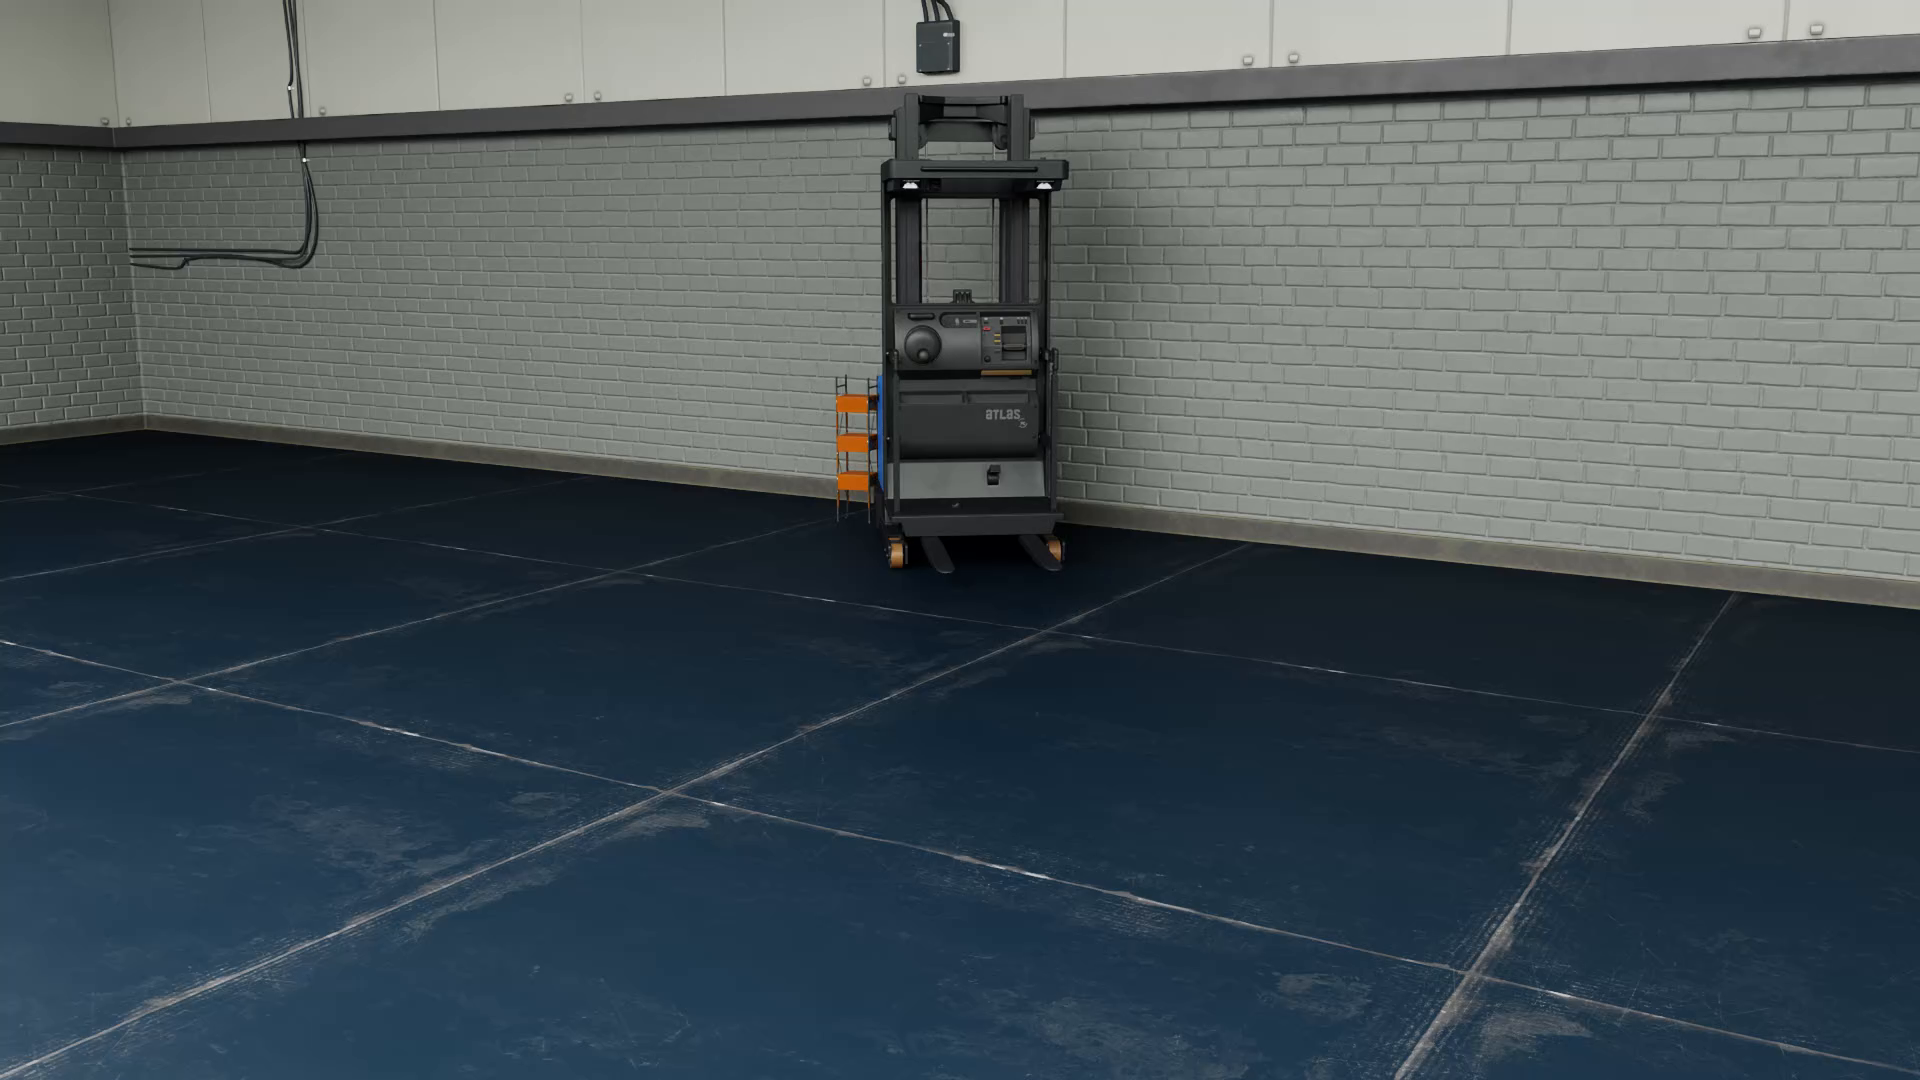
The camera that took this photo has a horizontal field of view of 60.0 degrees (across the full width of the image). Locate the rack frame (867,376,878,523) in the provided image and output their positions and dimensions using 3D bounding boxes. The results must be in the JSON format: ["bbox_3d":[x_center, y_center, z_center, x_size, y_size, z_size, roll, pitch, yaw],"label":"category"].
[{"bbox_3d":[-0.624,-0.653,12.005,0.008,1.050,0.200,3,11,18],"label":"rack frame"}]

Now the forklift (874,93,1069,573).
[{"bbox_3d":[0.067,-1.326,10.488,1.130,2.935,3.031,-1,11,-6],"label":"forklift"}]

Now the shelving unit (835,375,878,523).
[{"bbox_3d":[-0.740,-0.660,12.042,0.252,1.050,0.215,3,11,18],"label":"shelving unit"}]

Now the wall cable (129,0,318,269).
[{"bbox_3d":[-7.417,-3.930,16.343,3.097,2.526,0.112,6,12,31],"label":"wall cable"}]

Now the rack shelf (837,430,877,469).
[{"bbox_3d":[-0.740,-0.650,12.044,0.240,0.259,0.215,3,11,18],"label":"rack shelf"}]

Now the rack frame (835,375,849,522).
[{"bbox_3d":[-0.856,-0.667,12.079,0.008,1.050,0.200,3,11,18],"label":"rack frame"}]

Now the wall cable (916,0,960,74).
[{"bbox_3d":[0.688,-6.218,10.886,2.305,6.003,0.169,6,12,31],"label":"wall cable"}]

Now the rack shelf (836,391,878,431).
[{"bbox_3d":[-0.740,-0.929,11.992,0.240,0.259,0.215,3,11,18],"label":"rack shelf"}]

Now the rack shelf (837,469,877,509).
[{"bbox_3d":[-0.740,-0.377,12.095,0.240,0.259,0.215,3,11,18],"label":"rack shelf"}]
